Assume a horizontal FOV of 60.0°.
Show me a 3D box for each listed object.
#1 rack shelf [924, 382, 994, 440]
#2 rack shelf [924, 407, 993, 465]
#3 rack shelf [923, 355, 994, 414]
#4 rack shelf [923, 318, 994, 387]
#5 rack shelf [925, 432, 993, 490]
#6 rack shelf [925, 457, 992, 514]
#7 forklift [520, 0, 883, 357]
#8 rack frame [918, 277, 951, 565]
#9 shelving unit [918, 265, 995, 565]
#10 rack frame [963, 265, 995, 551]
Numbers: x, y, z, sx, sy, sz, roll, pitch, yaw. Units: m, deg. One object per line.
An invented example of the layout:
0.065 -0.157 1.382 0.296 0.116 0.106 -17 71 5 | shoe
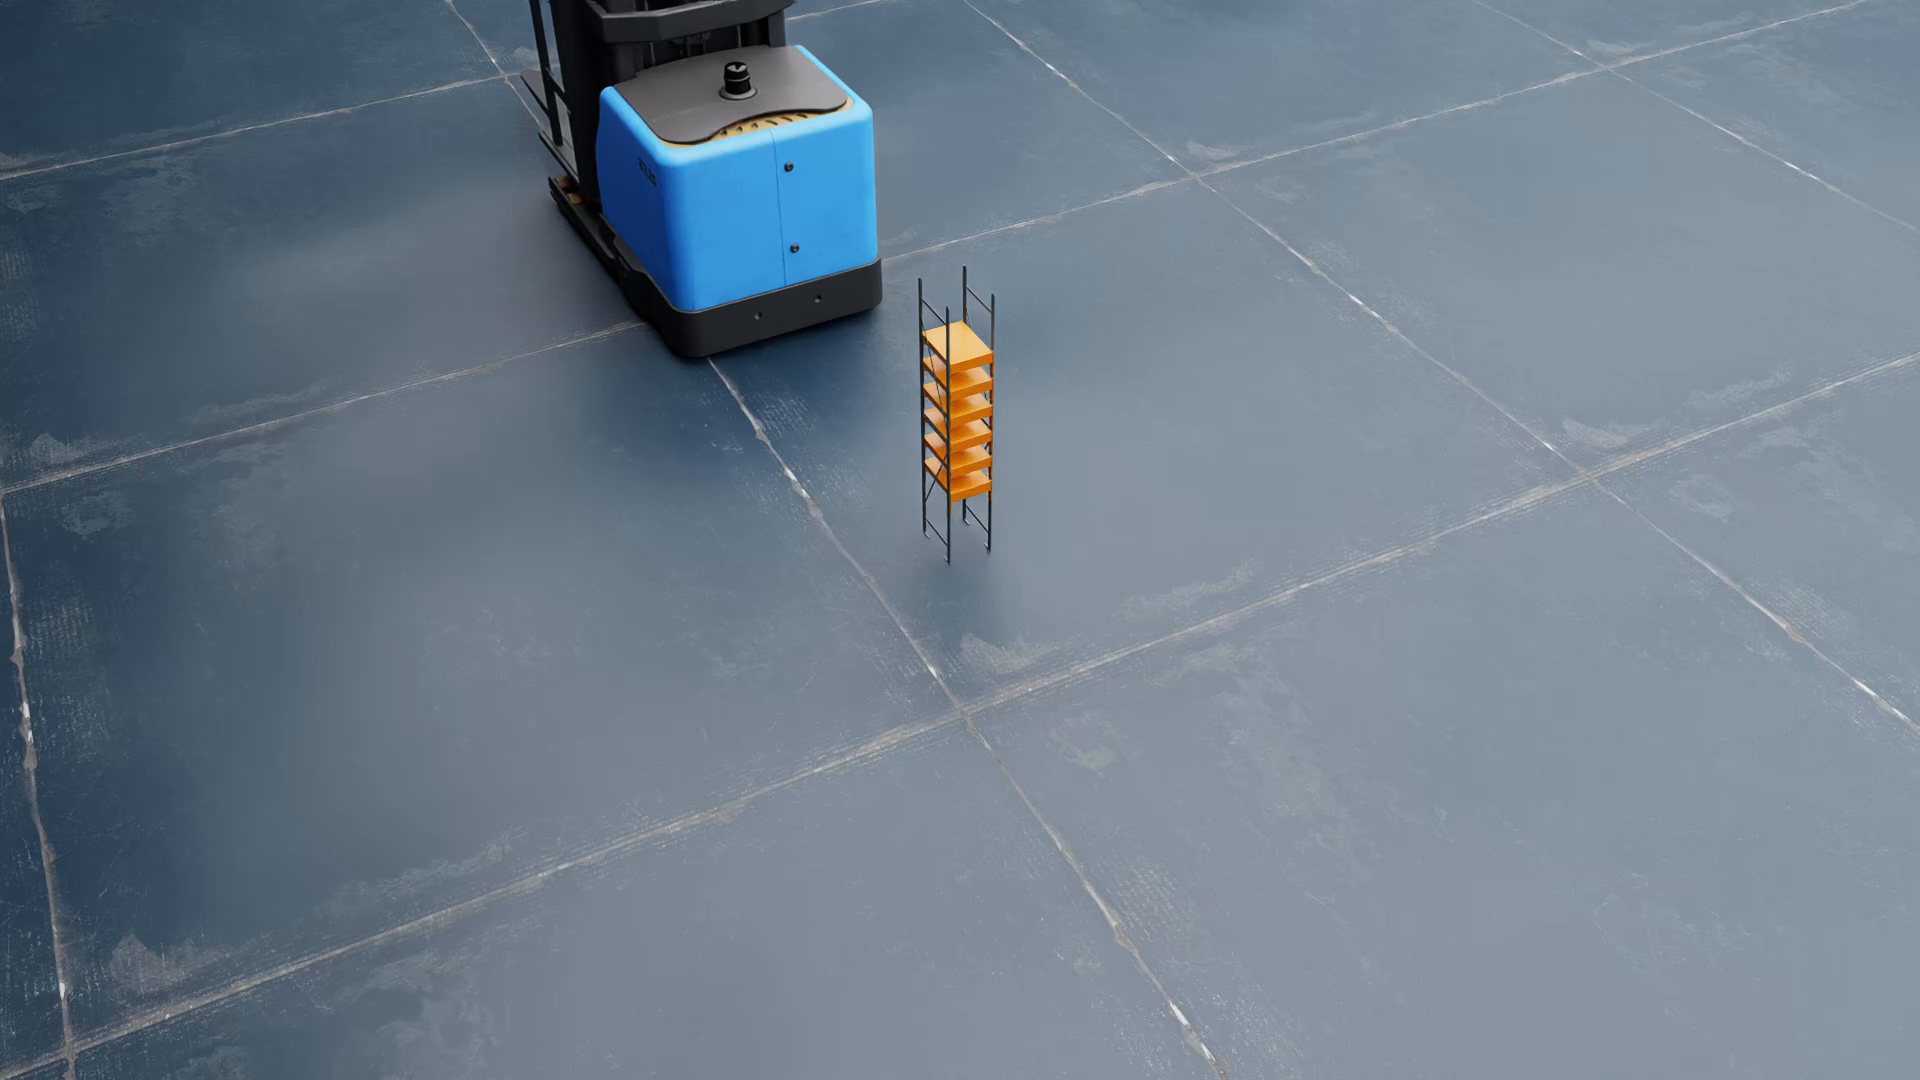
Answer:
-0.013 -0.511 6.308 0.180 0.103 0.258 -19 44 -21 | rack shelf
-0.013 -0.420 6.386 0.180 0.103 0.258 -19 44 -21 | rack shelf
-0.013 -0.603 6.231 0.180 0.103 0.258 -19 44 -21 | rack shelf
-0.013 -0.694 6.153 0.180 0.103 0.258 -19 44 -21 | rack shelf
-0.013 -0.328 6.463 0.180 0.103 0.258 -19 44 -21 | rack shelf
-0.013 -0.237 6.541 0.180 0.103 0.258 -19 44 -21 | rack shelf
-1.520 -2.899 7.907 1.130 2.935 3.031 -19 44 -21 | forklift
-0.094 -0.426 6.325 0.006 1.200 0.240 -19 44 -21 | rack frame
-0.013 -0.454 6.357 0.189 1.200 0.258 -19 44 -21 | shelving unit
0.068 -0.481 6.390 0.006 1.200 0.240 -19 44 -21 | rack frame
